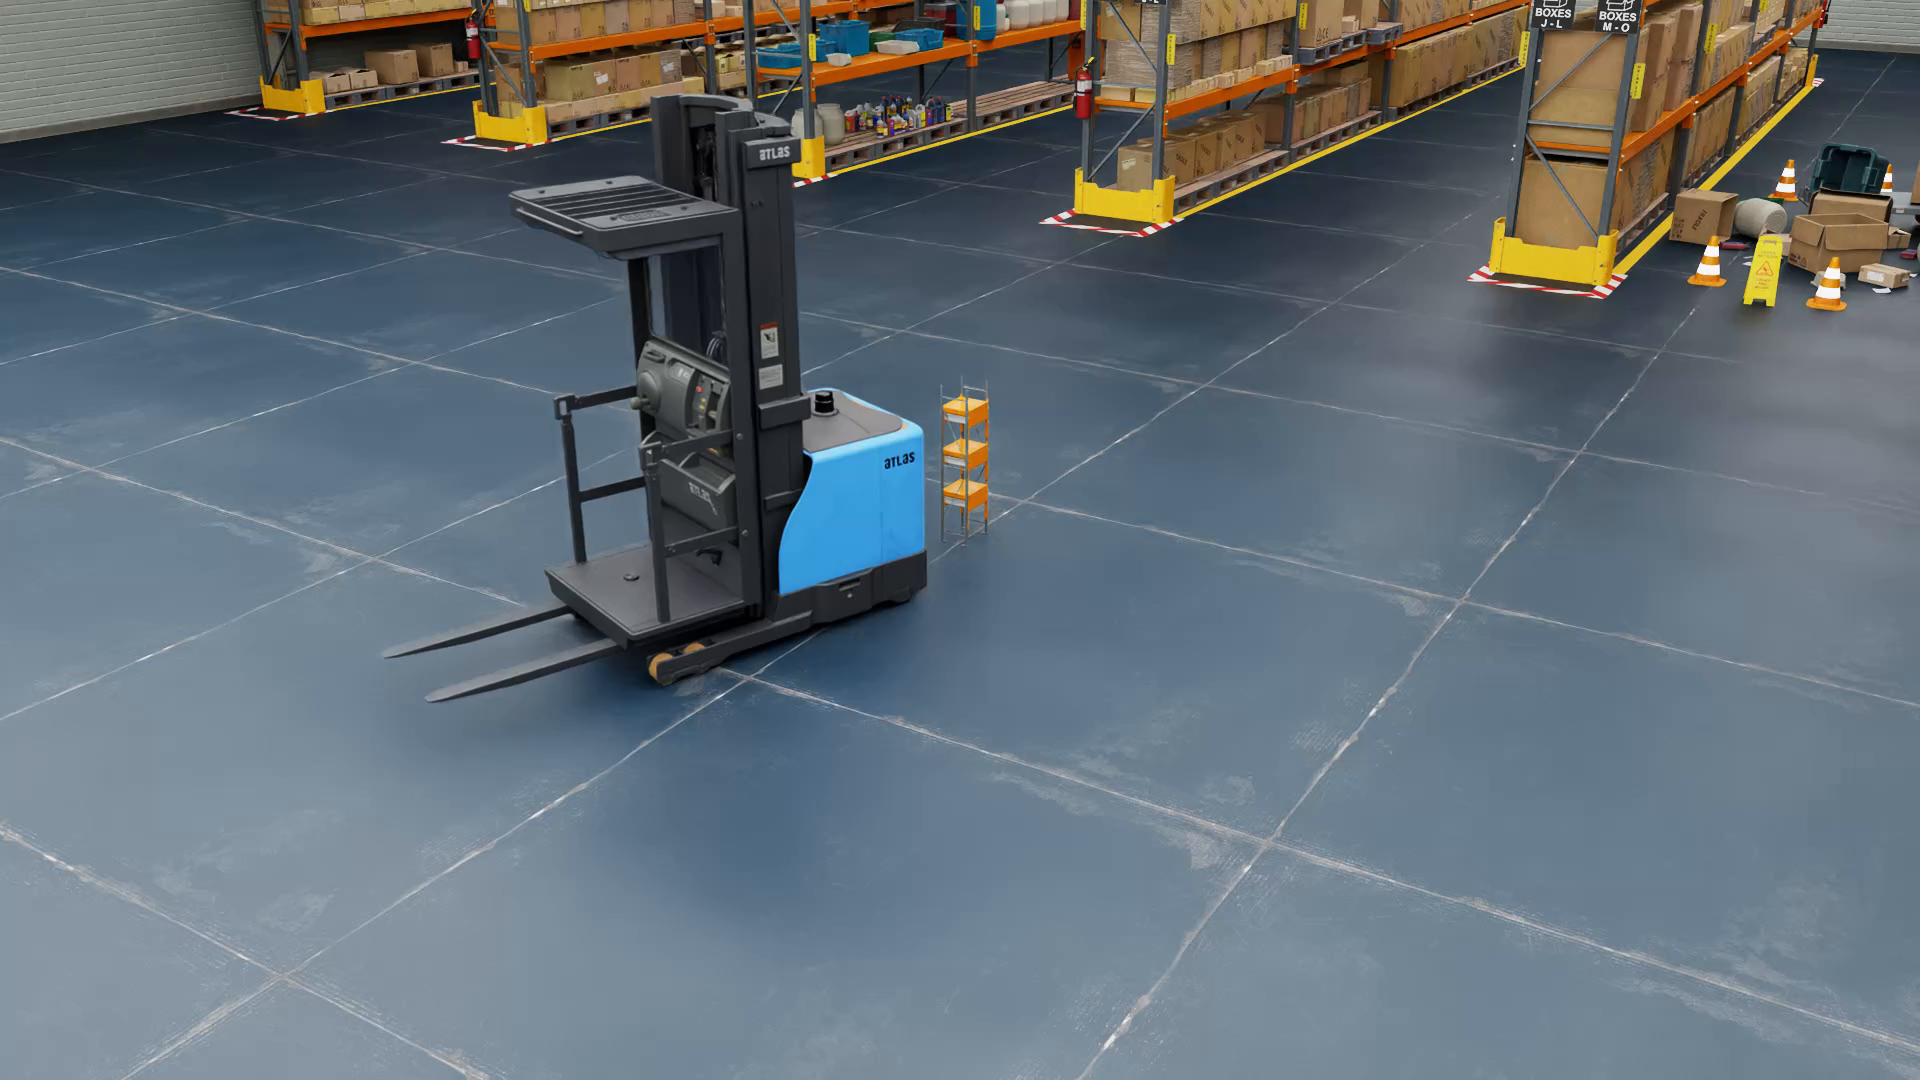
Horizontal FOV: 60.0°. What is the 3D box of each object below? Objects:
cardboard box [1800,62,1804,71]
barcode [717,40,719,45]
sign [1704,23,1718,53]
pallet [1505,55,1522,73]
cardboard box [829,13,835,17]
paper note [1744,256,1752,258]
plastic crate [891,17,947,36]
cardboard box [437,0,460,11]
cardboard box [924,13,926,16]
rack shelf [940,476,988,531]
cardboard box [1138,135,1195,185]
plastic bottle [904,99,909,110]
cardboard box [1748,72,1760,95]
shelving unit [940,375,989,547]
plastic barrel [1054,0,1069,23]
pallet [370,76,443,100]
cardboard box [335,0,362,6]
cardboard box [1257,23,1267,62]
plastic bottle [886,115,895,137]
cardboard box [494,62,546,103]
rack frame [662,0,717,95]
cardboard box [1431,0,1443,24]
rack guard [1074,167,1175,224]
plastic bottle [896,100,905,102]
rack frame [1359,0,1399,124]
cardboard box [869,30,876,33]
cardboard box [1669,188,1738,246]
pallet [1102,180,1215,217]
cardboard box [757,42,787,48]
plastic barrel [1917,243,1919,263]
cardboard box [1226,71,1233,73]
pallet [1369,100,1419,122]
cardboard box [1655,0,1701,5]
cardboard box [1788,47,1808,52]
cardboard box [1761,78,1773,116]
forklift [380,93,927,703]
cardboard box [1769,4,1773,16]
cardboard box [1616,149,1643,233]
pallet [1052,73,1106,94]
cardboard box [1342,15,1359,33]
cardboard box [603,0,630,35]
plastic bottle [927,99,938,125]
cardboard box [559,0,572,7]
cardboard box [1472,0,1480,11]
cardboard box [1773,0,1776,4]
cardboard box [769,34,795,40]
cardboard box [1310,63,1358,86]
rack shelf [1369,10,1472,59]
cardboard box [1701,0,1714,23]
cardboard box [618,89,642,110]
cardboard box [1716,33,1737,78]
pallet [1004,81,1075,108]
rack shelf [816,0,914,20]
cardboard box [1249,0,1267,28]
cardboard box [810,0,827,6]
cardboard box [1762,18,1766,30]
[{"bbox_3d":[14.171,-8.104,28.379,0.380,0.149,0.250,13,26,27],"label":"cardboard box"},{"bbox_3d":[-3.936,-8.091,27.049,0.001,0.075,0.075,14,27,29],"label":"barcode"},{"bbox_3d":[8.622,-5.764,19.100,0.100,0.325,0.005,14,27,29],"label":"sign"},{"bbox_3d":[9.964,-9.004,31.283,1.003,0.211,1.213,14,27,29],"label":"pallet"},{"bbox_3d":[-3.118,-12.134,37.621,0.700,0.500,0.500,13,27,27],"label":"cardboard box"},{"bbox_3d":[8.387,-3.006,17.682,0.123,0.001,0.032,-12,26,-26],"label":"paper note"},{"bbox_3d":[-0.603,-7.379,24.098,0.767,0.338,0.504,14,27,29],"label":"plastic crate"},{"bbox_3d":[-8.897,-9.185,28.354,0.500,0.250,0.500,14,27,29],"label":"cardboard box"},{"bbox_3d":[-0.667,-10.240,33.221,0.500,0.500,0.500,13,26,27],"label":"cardboard box"},{"bbox_3d":[0.028,-0.235,10.698,0.215,0.259,0.240,14,27,29],"label":"rack shelf"},{"bbox_3d":[2.509,-4.632,20.291,0.500,0.500,0.500,-20,31,-39],"label":"cardboard box"},{"bbox_3d":[-0.816,-6.361,24.532,0.061,0.283,0.133,14,27,29],"label":"plastic bottle"},{"bbox_3d":[11.097,-6.539,23.754,0.500,0.250,0.500,13,27,28],"label":"cardboard box"},{"bbox_3d":[0.028,-0.500,10.583,0.215,1.050,0.252,14,27,29],"label":"shelving unit"},{"bbox_3d":[1.530,-8.567,26.624,0.421,0.512,0.421,0,23,0],"label":"plastic barrel"},{"bbox_3d":[-9.602,-7.707,28.287,1.003,0.211,1.213,14,27,29],"label":"pallet"},{"bbox_3d":[-9.969,-8.831,26.594,0.500,0.500,0.500,14,27,29],"label":"cardboard box"},{"bbox_3d":[3.406,-6.402,21.262,0.875,0.500,0.500,14,27,29],"label":"cardboard box"},{"bbox_3d":[-0.972,-5.782,23.197,0.061,0.283,0.133,14,27,30],"label":"plastic bottle"},{"bbox_3d":[-6.505,-6.765,24.591,0.500,0.500,0.500,14,27,29],"label":"cardboard box"},{"bbox_3d":[-4.425,-8.597,26.833,1.000,3.000,0.127,14,27,29],"label":"rack frame"},{"bbox_3d":[7.390,-8.539,26.574,0.500,0.500,0.500,14,27,29],"label":"cardboard box"},{"bbox_3d":[1.919,-4.048,19.472,1.175,0.500,0.348,14,27,29],"label":"rack guard"},{"bbox_3d":[-0.906,-6.379,24.585,0.152,0.276,0.135,15,28,31],"label":"plastic bottle"},{"bbox_3d":[6.099,-7.870,25.154,1.000,3.000,0.127,14,27,29],"label":"rack frame"},{"bbox_3d":[-1.832,-9.096,30.578,0.500,0.500,0.500,15,28,31],"label":"cardboard box"},{"bbox_3d":[8.203,-3.561,18.344,0.500,0.500,0.500,20,30,38],"label":"cardboard box"},{"bbox_3d":[2.378,-4.183,20.146,1.003,0.211,1.213,14,27,29],"label":"pallet"},{"bbox_3d":[-3.185,-8.392,28.586,0.500,0.311,0.500,15,27,30],"label":"cardboard box"},{"bbox_3d":[10.102,-2.925,16.974,0.421,0.421,0.512,-7,24,-17],"label":"plastic barrel"},{"bbox_3d":[3.125,-5.699,20.455,0.380,0.149,0.250,14,27,29],"label":"cardboard box"},{"bbox_3d":[6.579,-6.841,26.286,1.003,0.211,1.213,14,27,29],"label":"pallet"},{"bbox_3d":[7.926,-5.893,19.040,0.875,0.550,0.550,14,27,29],"label":"cardboard box"},{"bbox_3d":[14.416,-8.422,28.740,0.380,0.149,0.250,14,27,30],"label":"cardboard box"},{"bbox_3d":[11.922,-6.716,25.107,0.500,0.500,0.500,13,27,28],"label":"cardboard box"},{"bbox_3d":[-1.669,-0.803,8.916,3.031,2.935,1.130,-17,29,-34],"label":"forklift"},{"bbox_3d":[11.635,-7.739,24.264,0.380,0.149,0.250,14,27,29],"label":"cardboard box"},{"bbox_3d":[6.804,-3.854,18.023,0.875,0.875,0.875,13,27,28],"label":"cardboard box"},{"bbox_3d":[2.272,-7.903,28.740,1.003,0.211,1.213,14,27,29],"label":"pallet"},{"bbox_3d":[5.449,-7.382,23.666,0.396,0.266,0.258,13,27,27],"label":"cardboard box"},{"bbox_3d":[-5.463,-7.971,25.261,0.700,0.500,0.500,15,27,31],"label":"cardboard box"},{"bbox_3d":[-0.415,-6.202,24.080,0.144,0.351,0.185,12,26,26],"label":"plastic bottle"},{"bbox_3d":[-5.875,-7.852,24.169,0.380,0.149,0.250,14,27,29],"label":"cardboard box"},{"bbox_3d":[8.648,-9.135,28.392,0.380,0.149,0.250,14,27,29],"label":"cardboard box"},{"bbox_3d":[11.774,-7.972,24.428,0.380,0.149,0.250,13,27,27],"label":"cardboard box"},{"bbox_3d":[-3.110,-8.841,29.624,0.500,0.311,0.500,13,27,28],"label":"cardboard box"},{"bbox_3d":[5.500,-6.855,24.458,0.500,0.250,0.500,17,29,35],"label":"cardboard box"},{"bbox_3d":[7.154,-8.215,26.856,1.077,0.370,4.000,14,27,29],"label":"rack shelf"},{"bbox_3d":[8.676,-6.294,20.129,0.700,0.500,0.500,13,27,28],"label":"cardboard box"},{"bbox_3d":[-5.270,-6.818,25.657,0.500,0.250,0.500,14,27,29],"label":"cardboard box"},{"bbox_3d":[9.455,-6.123,20.993,0.500,0.500,0.500,14,27,30],"label":"cardboard box"},{"bbox_3d":[1.450,-7.375,27.520,1.003,0.211,1.213,14,27,29],"label":"pallet"},{"bbox_3d":[-1.260,-10.292,31.654,1.077,0.370,4.000,14,27,29],"label":"rack shelf"},{"bbox_3d":[3.459,-6.614,20.494,0.500,0.500,0.500,14,27,29],"label":"cardboard box"},{"bbox_3d":[-2.554,-9.470,29.167,0.380,0.149,0.250,14,27,29],"label":"cardboard box"},{"bbox_3d":[11.365,-7.430,23.926,0.380,0.149,0.250,14,27,30],"label":"cardboard box"}]
